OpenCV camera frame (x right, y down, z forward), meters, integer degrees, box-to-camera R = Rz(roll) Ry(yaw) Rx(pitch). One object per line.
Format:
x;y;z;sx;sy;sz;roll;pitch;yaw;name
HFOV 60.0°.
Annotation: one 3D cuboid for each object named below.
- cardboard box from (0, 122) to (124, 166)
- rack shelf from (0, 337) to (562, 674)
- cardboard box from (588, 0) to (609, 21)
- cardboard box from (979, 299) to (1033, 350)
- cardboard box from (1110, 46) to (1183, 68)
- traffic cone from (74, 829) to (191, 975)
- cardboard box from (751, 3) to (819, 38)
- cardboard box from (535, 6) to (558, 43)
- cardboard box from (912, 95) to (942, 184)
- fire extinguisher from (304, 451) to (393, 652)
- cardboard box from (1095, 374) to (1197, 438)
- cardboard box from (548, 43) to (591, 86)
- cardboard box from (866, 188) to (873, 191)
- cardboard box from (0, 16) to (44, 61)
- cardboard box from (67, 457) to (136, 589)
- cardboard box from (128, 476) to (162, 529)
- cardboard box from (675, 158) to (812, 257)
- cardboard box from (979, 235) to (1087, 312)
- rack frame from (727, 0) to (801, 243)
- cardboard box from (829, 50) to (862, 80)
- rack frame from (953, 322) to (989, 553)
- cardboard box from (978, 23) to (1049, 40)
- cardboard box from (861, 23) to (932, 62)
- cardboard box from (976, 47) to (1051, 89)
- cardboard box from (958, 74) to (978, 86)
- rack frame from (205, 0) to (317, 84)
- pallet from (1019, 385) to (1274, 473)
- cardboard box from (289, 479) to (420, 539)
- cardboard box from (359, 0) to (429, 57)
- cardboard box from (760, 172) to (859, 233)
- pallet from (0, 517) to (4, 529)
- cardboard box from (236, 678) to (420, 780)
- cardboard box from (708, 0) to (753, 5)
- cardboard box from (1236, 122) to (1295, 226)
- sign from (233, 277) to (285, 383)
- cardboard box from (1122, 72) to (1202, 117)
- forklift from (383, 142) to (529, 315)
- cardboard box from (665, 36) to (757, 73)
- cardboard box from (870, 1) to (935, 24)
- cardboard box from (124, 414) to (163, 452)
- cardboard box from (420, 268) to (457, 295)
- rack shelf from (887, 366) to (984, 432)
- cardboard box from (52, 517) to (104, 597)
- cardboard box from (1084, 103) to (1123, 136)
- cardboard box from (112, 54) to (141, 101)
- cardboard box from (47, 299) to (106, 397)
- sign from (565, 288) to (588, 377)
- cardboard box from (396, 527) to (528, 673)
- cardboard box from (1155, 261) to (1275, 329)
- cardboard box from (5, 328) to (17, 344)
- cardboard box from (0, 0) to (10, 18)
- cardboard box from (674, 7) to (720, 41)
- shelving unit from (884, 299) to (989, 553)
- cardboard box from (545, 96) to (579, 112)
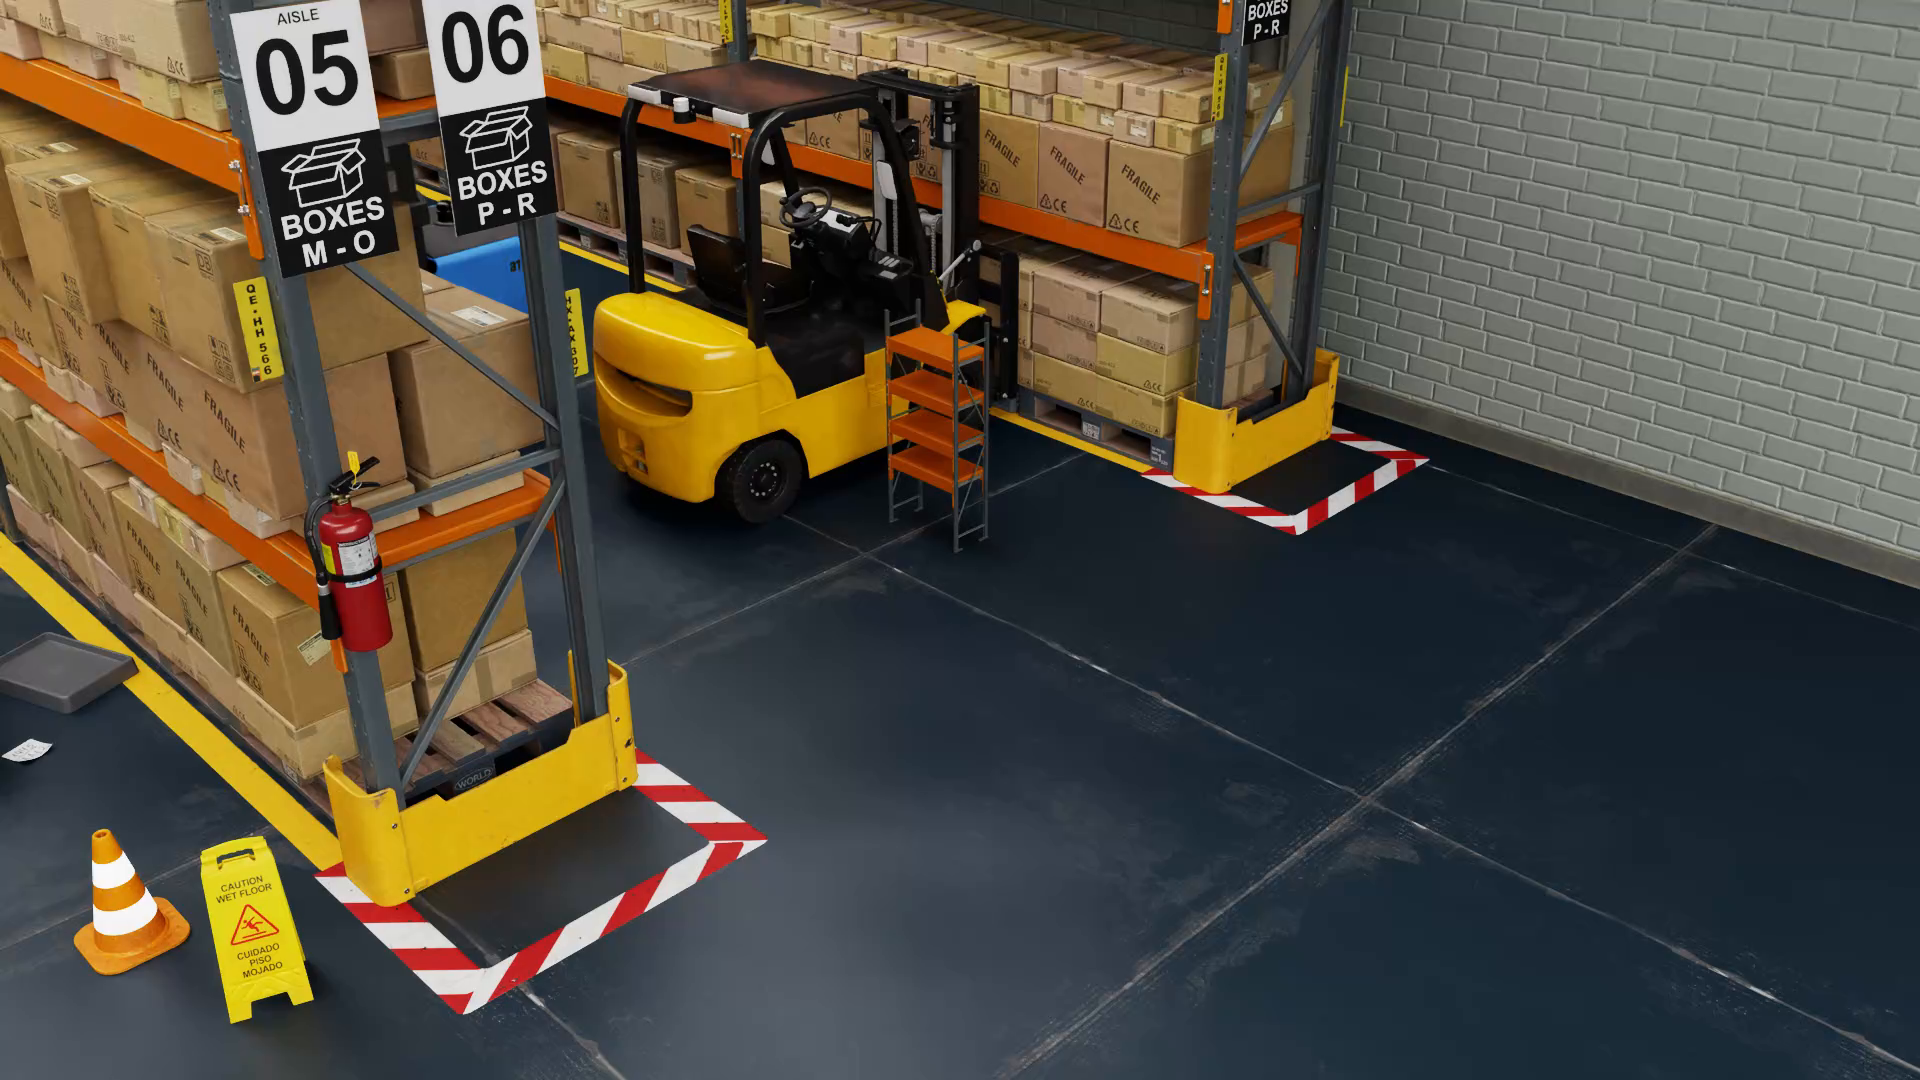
-3.350;-1.402;6.691;0.500;0.500;0.700;24;36;38;cardboard box
-3.209;-0.514;7.278;4.000;0.370;1.077;25;36;38;rack shelf
-2.489;-3.910;12.159;0.380;0.149;0.250;-25;37;-39;cardboard box
0.395;-1.403;10.160;0.500;0.250;0.500;24;36;37;cardboard box
1.077;-2.736;9.606;0.250;0.149;0.380;25;37;39;cardboard box
-2.994;1.231;5.913;0.334;0.463;0.336;25;36;38;traffic cone
-1.139;-3.394;10.858;0.380;0.149;0.250;-24;36;-38;cardboard box
-3.148;-4.027;12.810;0.500;0.250;0.500;24;36;37;cardboard box
0.064;-2.446;10.072;0.500;0.500;0.500;25;37;39;cardboard box
-2.025;0.044;5.526;0.183;0.674;0.296;25;36;38;fire extinguisher
1.138;-0.846;9.639;0.500;0.250;0.500;25;37;39;cardboard box
-2.769;-3.645;12.621;0.500;0.250;0.500;-24;36;-38;cardboard box
-0.300;-2.288;11.308;0.500;0.250;0.500;24;36;38;cardboard box
-3.360;-1.907;6.200;0.250;0.149;0.380;24;36;38;cardboard box
-3.645;-0.163;7.535;0.500;0.500;0.500;-23;35;-37;cardboard box
-3.210;-0.210;6.927;0.380;0.149;0.250;-23;36;-37;cardboard box
-1.538;-2.435;12.258;0.875;0.625;0.625;-23;36;-37;cardboard box
0.412;-1.613;10.023;0.500;0.250;0.500;-25;37;-39;cardboard box
-1.158;-3.134;11.487;0.127;3.000;1.000;25;36;38;rack frame
-0.600;-3.009;10.445;0.380;0.149;0.250;-24;36;-38;cardboard box
0.056;-0.505;8.422;0.015;1.200;0.240;25;36;38;rack frame
0.331;-3.071;10.244;0.380;0.149;0.250;-24;36;-38;cardboard box
-0.385;-3.065;10.232;0.250;0.149;0.380;24;36;38;cardboard box
0.311;-2.722;9.579;0.380;0.149;0.250;-24;36;-38;cardboard box
0.204;-2.702;9.861;0.250;0.149;0.380;24;36;38;cardboard box
-1.783;-2.835;4.473;0.127;3.000;1.000;25;36;38;rack frame
1.120;-0.830;10.102;1.213;0.211;1.003;25;36;38;pallet
-2.200;-0.120;6.025;0.380;0.149;0.250;-24;36;-38;cardboard box
-1.955;-1.826;5.617;0.500;0.250;0.500;24;36;38;cardboard box
-1.033;-2.283;11.298;0.500;0.250;0.500;24;36;38;cardboard box
-5.192;-0.505;9.483;1.213;0.211;1.003;25;36;38;pallet
-2.565;0.669;6.758;0.500;0.250;0.500;24;36;38;cardboard box
-1.590;-3.838;12.021;0.250;0.149;0.380;24;36;38;cardboard box
1.536;-2.127;9.464;0.500;0.500;0.500;-24;36;-38;cardboard box
-2.187;-0.655;5.189;0.005;0.325;0.100;25;36;38;sign
1.093;-2.409;8.984;0.250;0.149;0.380;25;36;38;cardboard box
-3.824;-1.844;9.107;1.130;2.935;3.031;22;35;36;forklift
-1.687;-3.364;11.549;0.500;0.250;0.500;24;36;37;cardboard box
-0.371;-3.415;10.898;0.250;0.149;0.380;24;36;38;cardboard box
-3.161;-0.514;6.775;0.250;0.149;0.380;24;36;38;cardboard box
-2.298;-0.771;6.565;0.500;0.500;0.500;-24;36;-38;cardboard box
-0.118;-0.724;8.501;0.480;0.148;0.258;25;36;38;rack shelf
-4.015;-0.002;8.033;0.500;0.250;0.500;-23;35;-36;cardboard box
0.905;-2.359;9.208;0.380;0.149;0.250;-24;36;-38;cardboard box
-2.600;-1.589;5.595;0.380;0.149;0.250;-24;36;-38;cardboard box
-3.420;-0.943;6.893;0.500;0.500;0.500;-25;37;-39;cardboard box
-1.403;-0.743;6.011;0.005;0.325;0.100;25;36;38;sign
-2.182;0.157;6.927;0.500;0.500;0.500;23;36;37;cardboard box
1.484;-1.460;9.732;0.500;0.250;0.500;24;36;38;cardboard box
-4.208;-1.023;7.743;0.250;0.149;0.380;24;36;38;cardboard box
-3.430;-2.147;6.228;0.500;0.250;0.500;-25;37;-39;cardboard box
-1.754;-3.581;11.533;0.250;0.149;0.380;24;36;38;cardboard box
-0.118;-0.585;8.573;0.503;1.200;0.258;25;36;38;shelving unit
-3.575;-3.366;14.028;0.875;0.625;0.625;-24;36;-38;cardboard box
